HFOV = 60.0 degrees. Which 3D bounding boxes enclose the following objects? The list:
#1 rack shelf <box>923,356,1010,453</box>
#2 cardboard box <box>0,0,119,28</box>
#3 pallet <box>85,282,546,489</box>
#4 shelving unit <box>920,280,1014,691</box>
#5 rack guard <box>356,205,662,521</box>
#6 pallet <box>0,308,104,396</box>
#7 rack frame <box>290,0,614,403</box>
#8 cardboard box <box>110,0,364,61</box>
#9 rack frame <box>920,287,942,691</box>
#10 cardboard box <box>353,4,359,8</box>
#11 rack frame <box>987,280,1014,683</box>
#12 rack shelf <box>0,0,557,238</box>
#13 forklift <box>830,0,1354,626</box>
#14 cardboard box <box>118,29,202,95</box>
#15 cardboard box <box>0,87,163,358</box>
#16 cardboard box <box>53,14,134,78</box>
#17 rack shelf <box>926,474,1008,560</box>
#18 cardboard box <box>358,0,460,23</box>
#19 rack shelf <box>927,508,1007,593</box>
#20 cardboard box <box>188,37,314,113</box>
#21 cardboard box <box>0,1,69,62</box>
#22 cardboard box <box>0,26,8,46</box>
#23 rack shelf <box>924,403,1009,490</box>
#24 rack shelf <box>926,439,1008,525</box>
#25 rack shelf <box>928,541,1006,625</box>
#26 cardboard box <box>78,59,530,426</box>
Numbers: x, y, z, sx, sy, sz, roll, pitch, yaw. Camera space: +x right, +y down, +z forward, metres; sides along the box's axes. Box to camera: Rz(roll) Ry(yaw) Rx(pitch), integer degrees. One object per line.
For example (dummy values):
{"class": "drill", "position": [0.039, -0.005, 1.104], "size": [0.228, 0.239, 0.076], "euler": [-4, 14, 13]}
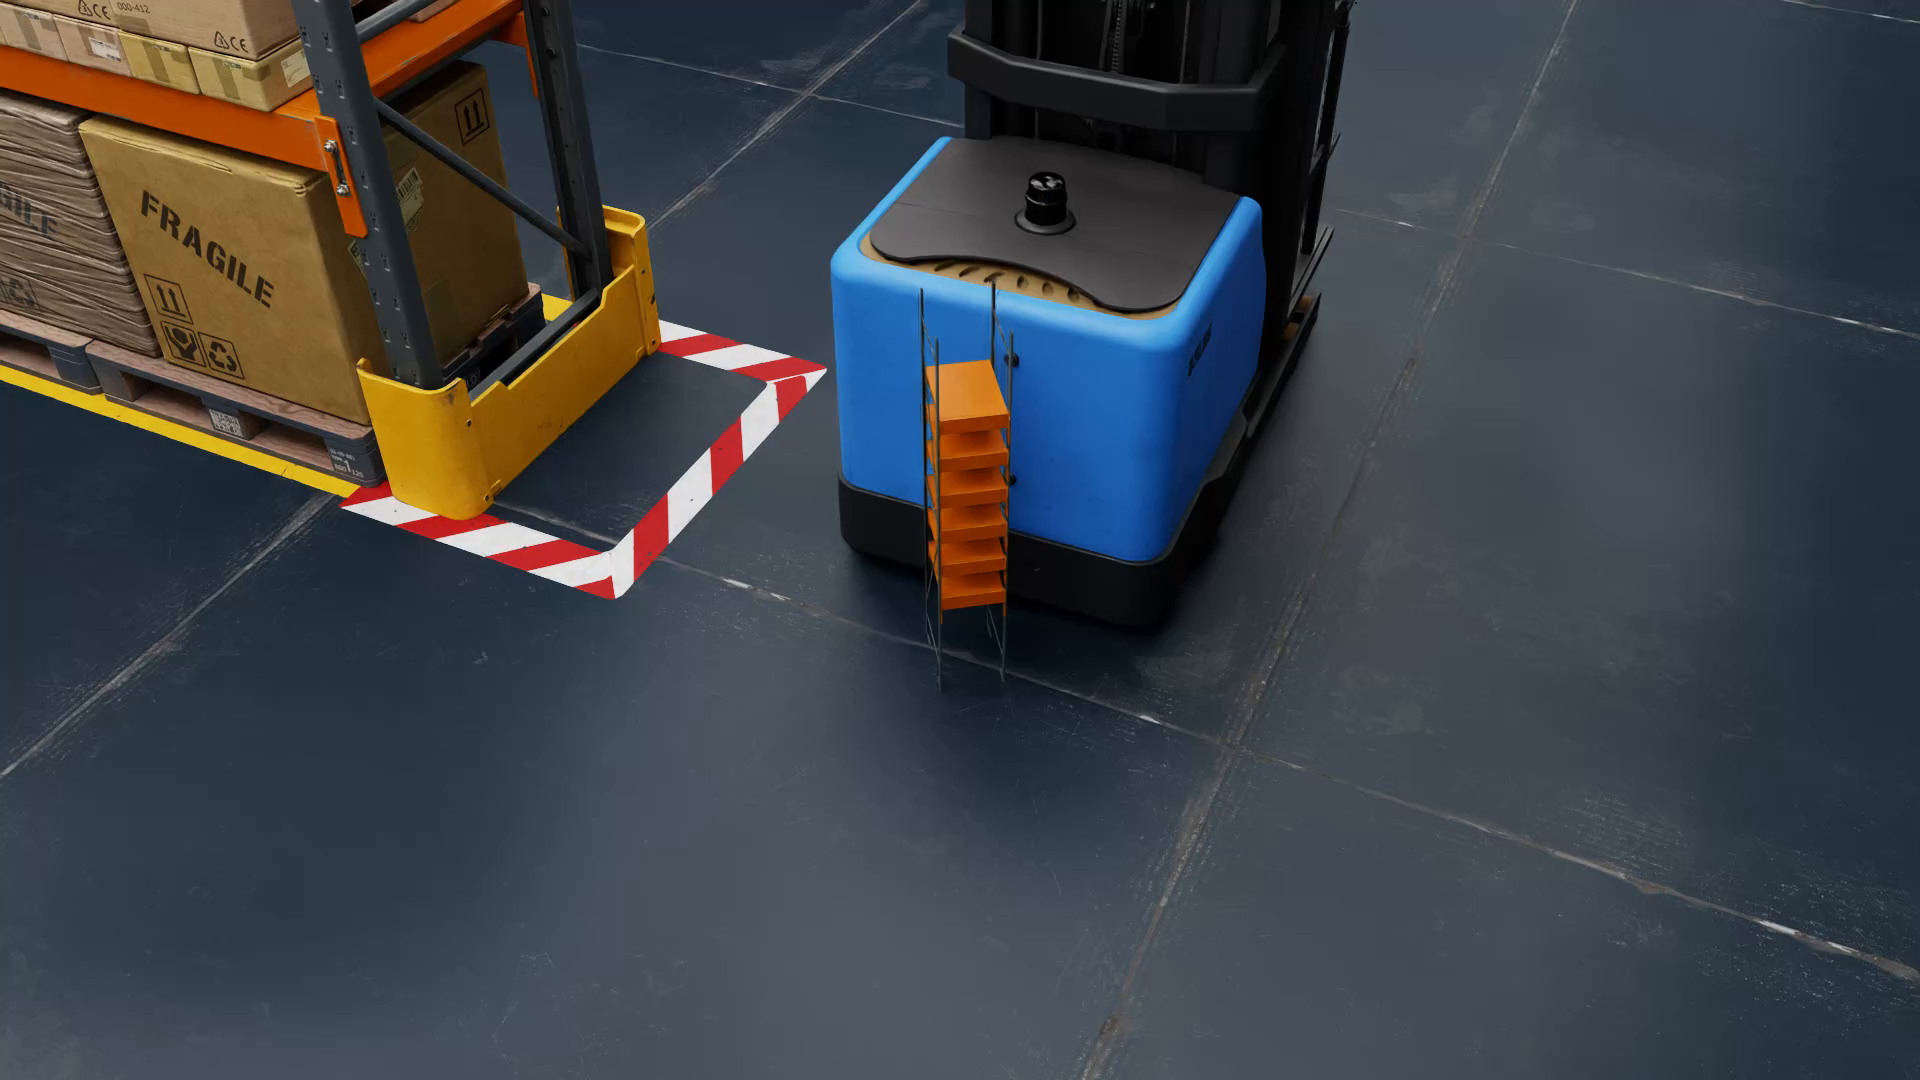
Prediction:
{"class": "rack shelf", "position": [0.014, -0.349, 4.255], "size": [0.180, 0.103, 0.258], "euler": [-7, 41, -8]}
{"class": "cardboard box", "position": [-2.505, -1.756, 4.873], "size": [0.500, 0.250, 0.500], "euler": [16, 43, 18]}
{"class": "pallet", "position": [-2.252, -0.703, 5.901], "size": [1.213, 0.211, 1.003], "euler": [17, 44, 19]}
{"class": "shelving unit", "position": [0.014, -0.110, 4.461], "size": [0.189, 1.200, 0.258], "euler": [-7, 41, -8]}
{"class": "rack guard", "position": [-1.472, -0.631, 5.596], "size": [0.348, 0.500, 1.175], "euler": [17, 44, 19]}
{"class": "pallet", "position": [-3.353, -1.042, 6.291], "size": [1.213, 0.211, 1.003], "euler": [17, 44, 19]}
{"class": "rack frame", "position": [-1.494, -1.582, 4.785], "size": [0.127, 3.000, 1.000], "euler": [17, 44, 19]}
{"class": "cardboard box", "position": [-2.045, -1.615, 4.710], "size": [0.500, 0.250, 0.500], "euler": [16, 44, 18]}
{"class": "rack frame", "position": [-0.076, -0.099, 4.449], "size": [0.006, 1.200, 0.240], "euler": [-7, 41, -8]}
{"class": "cardboard box", "position": [-1.909, -1.852, 5.288], "size": [0.250, 0.149, 0.380], "euler": [16, 44, 18]}
{"class": "rack frame", "position": [0.104, -0.121, 4.474], "size": [0.006, 1.200, 0.240], "euler": [-7, 41, -8]}
{"class": "rack shelf", "position": [-3.307, -1.864, 5.660], "size": [4.000, 0.370, 1.077], "euler": [17, 44, 19]}
{"class": "forklift", "position": [0.671, -1.826, 5.119], "size": [1.130, 2.935, 3.031], "euler": [16, 43, 17]}
{"class": "cardboard box", "position": [-2.192, -1.462, 4.838], "size": [0.250, 0.149, 0.380], "euler": [17, 44, 19]}
{"class": "cardboard box", "position": [-2.933, -1.320, 5.784], "size": [0.875, 0.875, 0.875], "euler": [17, 44, 19]}
{"class": "cardboard box", "position": [-2.420, -1.532, 4.919], "size": [0.250, 0.149, 0.380], "euler": [17, 44, 19]}
{"class": "rack shelf", "position": [0.014, -0.077, 4.490], "size": [0.180, 0.103, 0.258], "euler": [-7, 41, -8]}
{"class": "cardboard box", "position": [-1.676, -1.782, 5.207], "size": [0.250, 0.149, 0.380], "euler": [17, 44, 19]}
{"class": "rack shelf", "position": [0.014, 0.014, 4.569], "size": [0.180, 0.103, 0.258], "euler": [-7, 41, -8]}
{"class": "cardboard box", "position": [-1.956, -1.391, 4.756], "size": [0.250, 0.149, 0.380], "euler": [18, 44, 19]}
{"class": "cardboard box", "position": [-2.646, -1.602, 5.000], "size": [0.250, 0.149, 0.380], "euler": [18, 44, 19]}
{"class": "cardboard box", "position": [-2.882, -1.672, 5.081], "size": [0.250, 0.149, 0.380], "euler": [16, 43, 18]}
{"class": "rack shelf", "position": [0.014, -0.258, 4.333], "size": [0.180, 0.103, 0.258], "euler": [-7, 41, -8]}
{"class": "rack shelf", "position": [0.014, -0.167, 4.412], "size": [0.180, 0.103, 0.258], "euler": [-7, 41, -8]}
{"class": "rack shelf", "position": [0.014, 0.105, 4.648], "size": [0.180, 0.103, 0.258], "euler": [-7, 41, -8]}
{"class": "cardboard box", "position": [-2.108, -1.068, 5.493], "size": [0.875, 0.875, 0.875], "euler": [17, 44, 19]}
